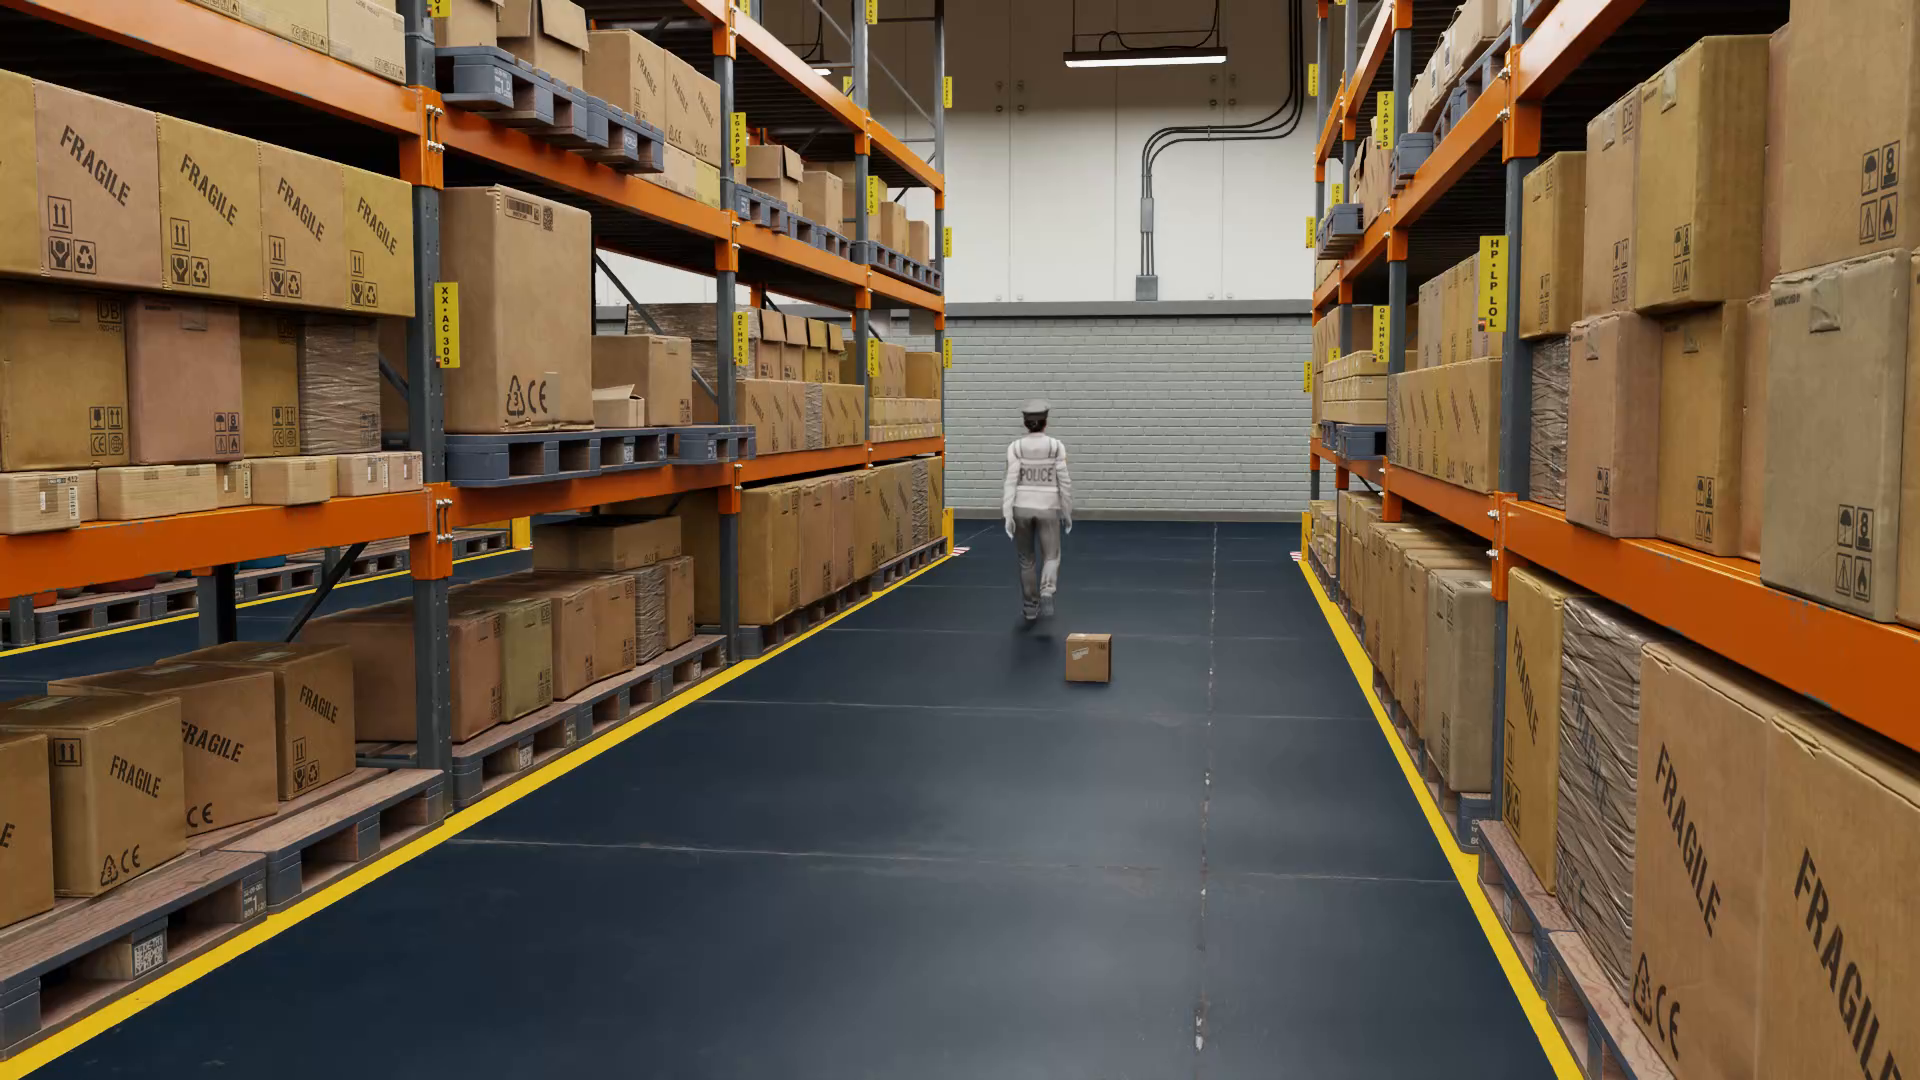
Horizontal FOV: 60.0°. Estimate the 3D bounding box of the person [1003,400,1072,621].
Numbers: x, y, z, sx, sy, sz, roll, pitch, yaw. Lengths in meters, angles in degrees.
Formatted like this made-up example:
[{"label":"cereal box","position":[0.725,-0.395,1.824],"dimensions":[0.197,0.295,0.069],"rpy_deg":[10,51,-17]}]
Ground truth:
[{"label":"person","position":[0.569,-0.207,12.210],"dimensions":[0.500,1.637,0.878],"rpy_deg":[0,5,6]}]
